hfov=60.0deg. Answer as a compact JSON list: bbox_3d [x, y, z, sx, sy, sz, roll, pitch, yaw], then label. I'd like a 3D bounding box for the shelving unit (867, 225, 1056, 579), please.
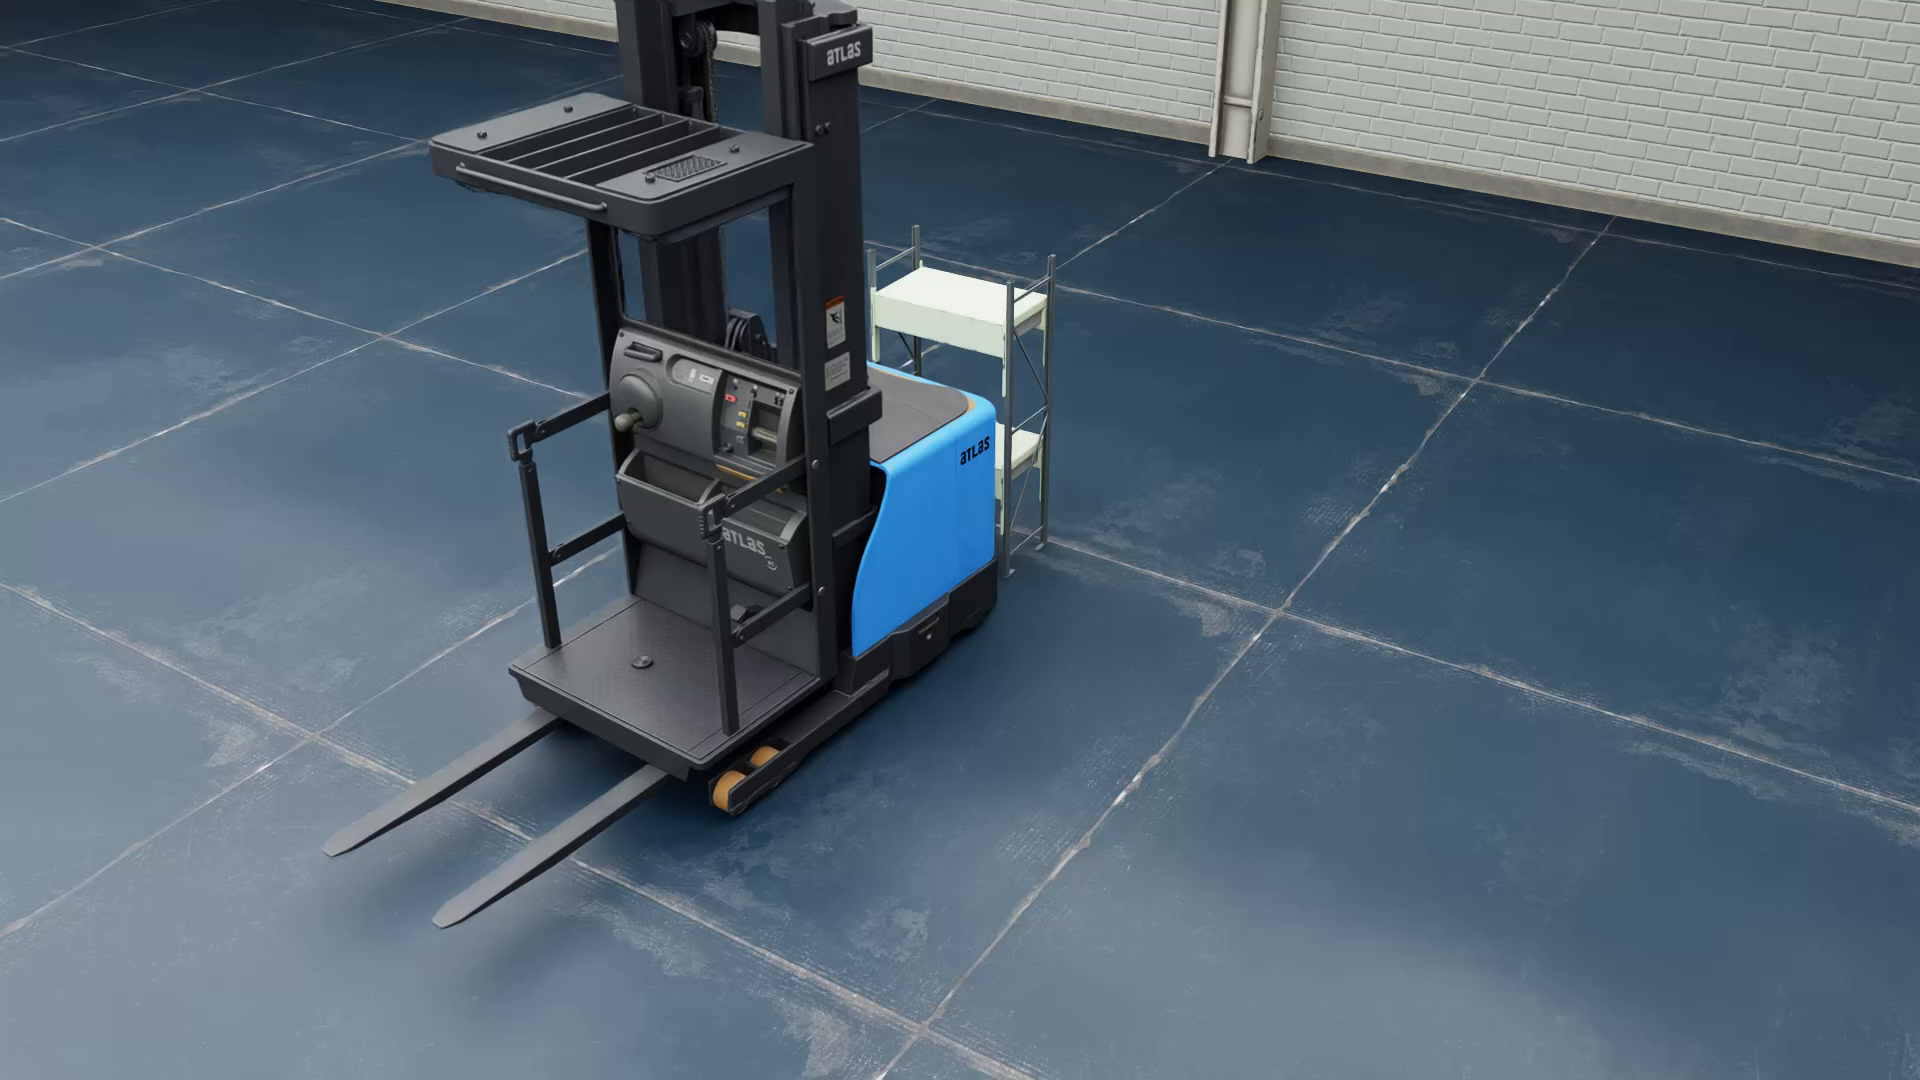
[{"bbox_3d":[0.006,-0.646,7.869,0.755,1.500,0.431,18,35,27],"label":"shelving unit"}]

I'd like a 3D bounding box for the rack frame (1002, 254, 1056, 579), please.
[{"bbox_3d":[0.316,-0.548,7.701,0.023,1.500,0.400,18,35,27],"label":"rack frame"}]

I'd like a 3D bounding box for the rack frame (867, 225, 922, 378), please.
[{"bbox_3d":[-0.304,-0.744,8.037,0.023,1.500,0.400,18,35,27],"label":"rack frame"}]

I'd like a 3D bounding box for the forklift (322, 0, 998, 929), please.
[{"bbox_3d":[-1.107,-0.485,6.172,1.130,2.935,3.031,20,36,31],"label":"forklift"}]

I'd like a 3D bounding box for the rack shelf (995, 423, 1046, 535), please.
[{"bbox_3d":[0.006,-0.364,8.033,0.720,0.370,0.431,18,35,27],"label":"rack shelf"}]

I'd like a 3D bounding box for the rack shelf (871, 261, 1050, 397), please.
[{"bbox_3d":[0.006,-0.983,7.672,0.720,0.370,0.431,18,35,27],"label":"rack shelf"}]

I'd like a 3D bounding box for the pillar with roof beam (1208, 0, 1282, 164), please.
[{"bbox_3d":[0.000,-5.218,8.264,0.400,9.000,9.100,18,35,27],"label":"pillar with roof beam"}]
